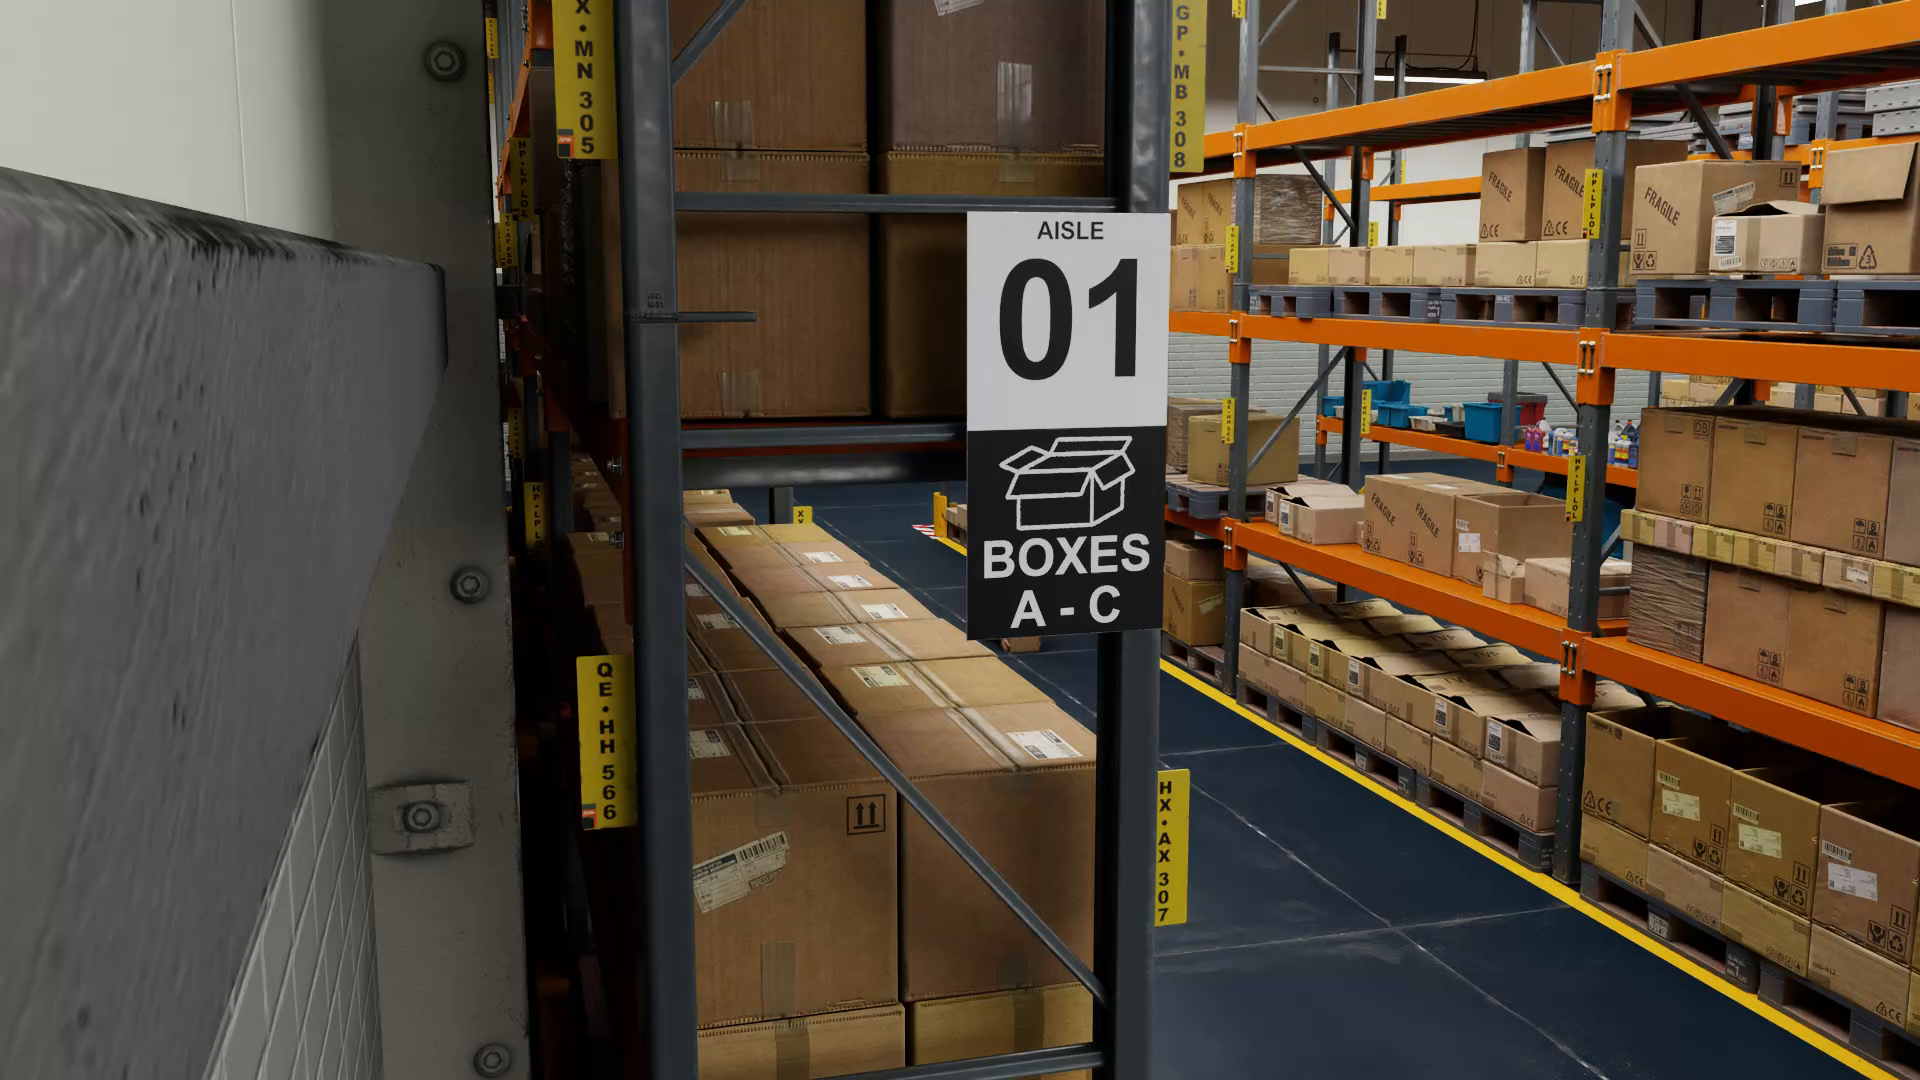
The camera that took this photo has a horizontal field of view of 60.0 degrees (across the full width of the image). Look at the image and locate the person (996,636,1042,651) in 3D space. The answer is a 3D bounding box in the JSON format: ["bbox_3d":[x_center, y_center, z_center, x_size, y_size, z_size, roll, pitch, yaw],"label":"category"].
[{"bbox_3d":[0.407,0.429,14.129,0.585,0.898,0.952,-3,10,-18],"label":"person"}]
